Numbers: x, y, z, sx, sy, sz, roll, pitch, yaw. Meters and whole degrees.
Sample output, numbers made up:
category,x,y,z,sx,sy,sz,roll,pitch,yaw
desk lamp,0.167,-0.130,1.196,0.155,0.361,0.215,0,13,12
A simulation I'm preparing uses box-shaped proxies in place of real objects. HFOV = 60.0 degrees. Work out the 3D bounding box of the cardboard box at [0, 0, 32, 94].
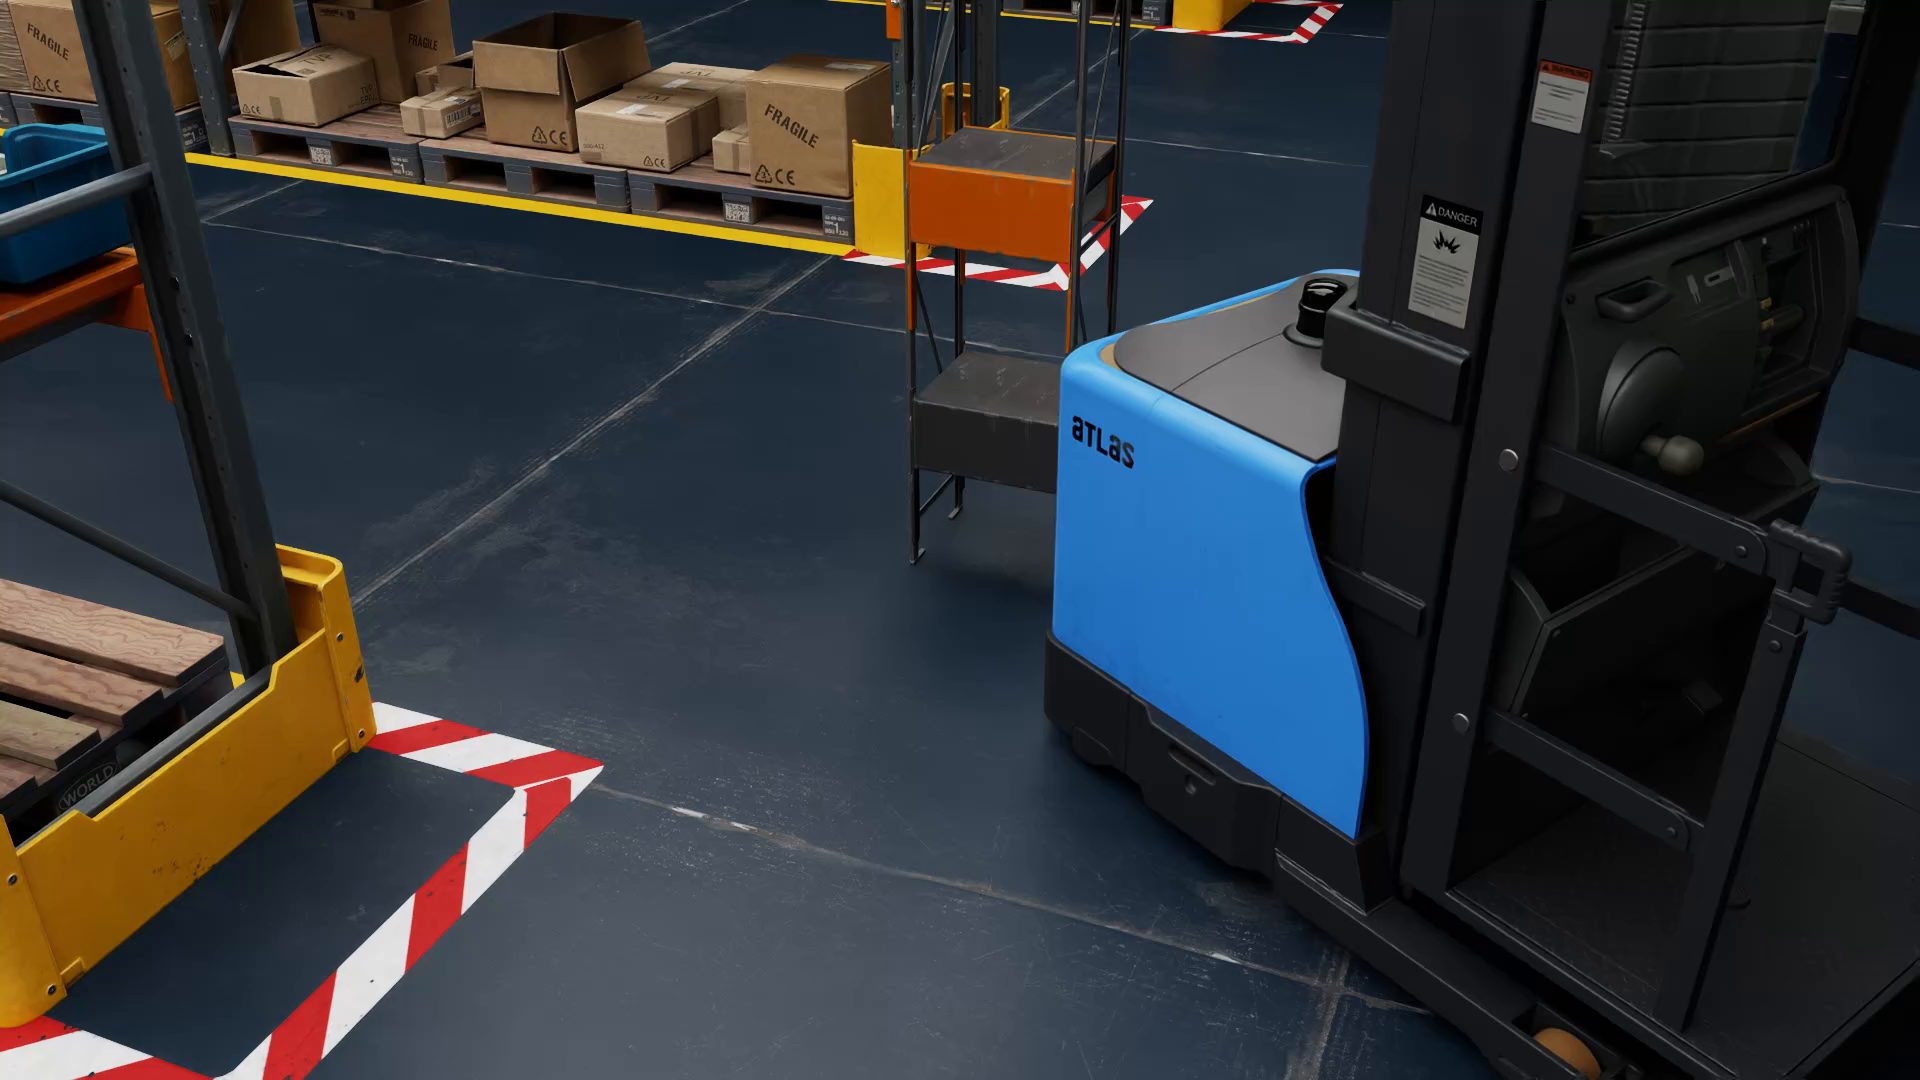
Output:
category,x,y,z,sx,sy,sz,roll,pitch,yaw
cardboard box,-5.239,-2.828,9.298,0.500,0.500,0.500,12,32,20

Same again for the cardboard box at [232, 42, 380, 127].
category,x,y,z,sx,sy,sz,roll,pitch,yaw
cardboard box,-3.447,-2.421,8.770,0.500,0.311,0.500,11,31,19

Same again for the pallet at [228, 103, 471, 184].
category,x,y,z,sx,sy,sz,roll,pitch,yaw
pallet,-3.118,-2.234,8.989,1.213,0.211,1.003,11,31,19

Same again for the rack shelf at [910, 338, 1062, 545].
category,x,y,z,sx,sy,sz,roll,pitch,yaw
rack shelf,0.153,-0.262,5.030,0.480,0.518,0.431,11,31,19

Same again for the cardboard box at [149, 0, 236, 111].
category,x,y,z,sx,sy,sz,roll,pitch,yaw
cardboard box,-4.319,-2.640,8.965,0.500,0.500,0.500,11,31,19

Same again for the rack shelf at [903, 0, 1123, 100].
category,x,y,z,sx,sy,sz,roll,pitch,yaw
rack shelf,0.153,-1.481,4.341,0.480,0.518,0.431,11,31,19

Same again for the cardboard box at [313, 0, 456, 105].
category,x,y,z,sx,sy,sz,roll,pitch,yaw
cardboard box,-3.120,-2.703,9.077,0.500,0.500,0.500,11,31,19

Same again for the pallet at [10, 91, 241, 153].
category,x,y,z,sx,sy,sz,roll,pitch,yaw
pallet,-4.522,-2.495,9.450,1.213,0.211,1.003,11,31,19

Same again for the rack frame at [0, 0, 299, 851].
category,x,y,z,sx,sy,sz,roll,pitch,yaw
rack frame,-1.914,-0.578,3.224,0.127,3.000,1.000,11,31,19

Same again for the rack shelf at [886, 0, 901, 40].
category,x,y,z,sx,sy,sz,roll,pitch,yaw
rack shelf,-1.901,-2.893,8.051,4.000,0.370,1.077,11,31,19

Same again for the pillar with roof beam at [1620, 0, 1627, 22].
category,x,y,z,sx,sy,sz,roll,pitch,yaw
pillar with roof beam,3.020,-5.639,6.081,0.400,9.000,9.100,11,31,19

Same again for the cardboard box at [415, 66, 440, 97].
category,x,y,z,sx,sy,sz,roll,pitch,yaw
cardboard box,-2.750,-2.508,9.089,0.250,0.149,0.380,11,31,19

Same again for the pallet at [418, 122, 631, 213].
category,x,y,z,sx,sy,sz,roll,pitch,yaw
pallet,-1.984,-2.009,8.591,1.213,0.211,1.003,11,31,19

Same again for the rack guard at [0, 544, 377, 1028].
category,x,y,z,sx,sy,sz,roll,pitch,yaw
rack guard,-1.886,0.509,3.842,0.348,0.500,1.175,11,31,19

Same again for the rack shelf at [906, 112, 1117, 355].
category,x,y,z,sx,sy,sz,roll,pitch,yaw
rack shelf,0.153,-0.872,4.686,0.480,0.518,0.431,11,31,19

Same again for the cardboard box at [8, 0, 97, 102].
category,x,y,z,sx,sy,sz,roll,pitch,yaw
cardboard box,-4.774,-2.735,9.134,0.500,0.500,0.500,11,31,19

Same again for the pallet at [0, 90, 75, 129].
category,x,y,z,sx,sy,sz,roll,pitch,yaw
pallet,-5.657,-2.720,9.848,1.213,0.211,1.003,11,31,19

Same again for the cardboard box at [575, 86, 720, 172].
category,x,y,z,sx,sy,sz,roll,pitch,yaw
cardboard box,-1.513,-2.008,8.102,0.500,0.250,0.500,11,31,19

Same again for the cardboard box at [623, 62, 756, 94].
category,x,y,z,sx,sy,sz,roll,pitch,yaw
cardboard box,-1.372,-2.245,8.521,0.500,0.250,0.500,11,31,19

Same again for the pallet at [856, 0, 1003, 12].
category,x,y,z,sx,sy,sz,roll,pitch,yaw
pallet,-0.086,-4.220,12.502,1.213,0.211,1.003,11,31,19

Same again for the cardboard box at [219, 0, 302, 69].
category,x,y,z,sx,sy,sz,roll,pitch,yaw
cardboard box,-4.111,-2.880,9.390,0.500,0.500,0.500,10,31,17

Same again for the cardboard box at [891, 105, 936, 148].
category,x,y,z,sx,sy,sz,roll,pitch,yaw
cardboard box,-0.307,-2.021,8.226,0.250,0.149,0.380,11,31,19

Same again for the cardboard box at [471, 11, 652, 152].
category,x,y,z,sx,sy,sz,roll,pitch,yaw
cardboard box,-2.011,-2.335,8.423,0.637,0.503,0.797,11,31,19

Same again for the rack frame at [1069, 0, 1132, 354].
category,x,y,z,sx,sy,sz,roll,pitch,yaw
rack frame,0.379,-0.838,4.599,0.015,2.100,0.400,11,31,19

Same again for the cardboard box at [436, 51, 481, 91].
category,x,y,z,sx,sy,sz,roll,pitch,yaw
cardboard box,-2.425,-2.482,8.878,0.500,0.311,0.500,11,31,19

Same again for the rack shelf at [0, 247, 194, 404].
category,x,y,z,sx,sy,sz,roll,pitch,yaw
rack shelf,-3.767,-0.635,4.056,4.000,0.370,1.077,11,31,19

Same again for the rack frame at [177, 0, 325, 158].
category,x,y,z,sx,sy,sz,roll,pitch,yaw
rack frame,-3.754,-3.576,8.528,0.127,3.000,1.000,11,31,19

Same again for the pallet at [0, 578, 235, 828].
category,x,y,z,sx,sy,sz,roll,pitch,yaw
pallet,-2.663,0.466,4.212,1.213,0.211,1.003,11,31,19

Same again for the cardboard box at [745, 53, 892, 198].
category,x,y,z,sx,sy,sz,roll,pitch,yaw
cardboard box,-0.644,-1.928,7.705,0.500,0.500,0.500,11,31,19

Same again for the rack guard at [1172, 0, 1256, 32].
category,x,y,z,sx,sy,sz,roll,pitch,yaw
rack guard,1.833,-4.003,11.823,0.348,0.500,1.175,11,31,19

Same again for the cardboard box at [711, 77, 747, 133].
category,x,y,z,sx,sy,sz,roll,pitch,yaw
cardboard box,-0.908,-2.153,8.358,0.500,0.250,0.500,11,31,19

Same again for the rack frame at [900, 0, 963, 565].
category,x,y,z,sx,sy,sz,roll,pitch,yaw
rack frame,-0.073,-0.929,4.759,0.015,2.100,0.400,11,31,19

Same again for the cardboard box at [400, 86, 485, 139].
category,x,y,z,sx,sy,sz,roll,pitch,yaw
cardboard box,-2.641,-2.202,8.530,0.250,0.166,0.380,11,31,19

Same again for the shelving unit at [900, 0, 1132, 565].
category,x,y,z,sx,sy,sz,roll,pitch,yaw
shelving unit,0.153,-0.883,4.679,0.503,2.100,0.431,11,31,19

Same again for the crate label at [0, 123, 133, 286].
category,x,y,z,sx,sy,sz,roll,pitch,yaw
crate label,-2.019,-0.727,3.597,0.303,0.233,0.416,11,31,19

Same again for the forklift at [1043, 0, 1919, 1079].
category,x,y,z,sx,sy,sz,roll,pitch,yaw
forklift,1.510,-0.349,2.889,1.130,2.935,3.031,-21,35,-32

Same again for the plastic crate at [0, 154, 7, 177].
category,x,y,z,sx,sy,sz,roll,pitch,yaw
plastic crate,-2.285,-0.782,3.793,0.298,0.136,0.250,11,31,19

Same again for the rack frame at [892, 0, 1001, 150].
category,x,y,z,sx,sy,sz,roll,pitch,yaw
rack frame,-0.048,-2.836,7.219,0.127,3.000,1.000,11,31,19

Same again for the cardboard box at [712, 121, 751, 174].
category,x,y,z,sx,sy,sz,roll,pitch,yaw
cardboard box,-0.986,-1.898,7.992,0.250,0.166,0.380,11,31,19

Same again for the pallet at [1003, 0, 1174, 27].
category,x,y,z,sx,sy,sz,roll,pitch,yaw
pallet,1.041,-3.994,12.101,1.213,0.211,1.003,11,31,19

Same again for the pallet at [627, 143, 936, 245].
category,x,y,z,sx,sy,sz,roll,pitch,yaw
pallet,-0.857,-1.783,8.190,1.213,0.211,1.003,11,31,19

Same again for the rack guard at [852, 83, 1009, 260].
category,x,y,z,sx,sy,sz,roll,pitch,yaw
rack guard,-0.118,-1.762,7.859,0.348,0.500,1.175,11,31,19
